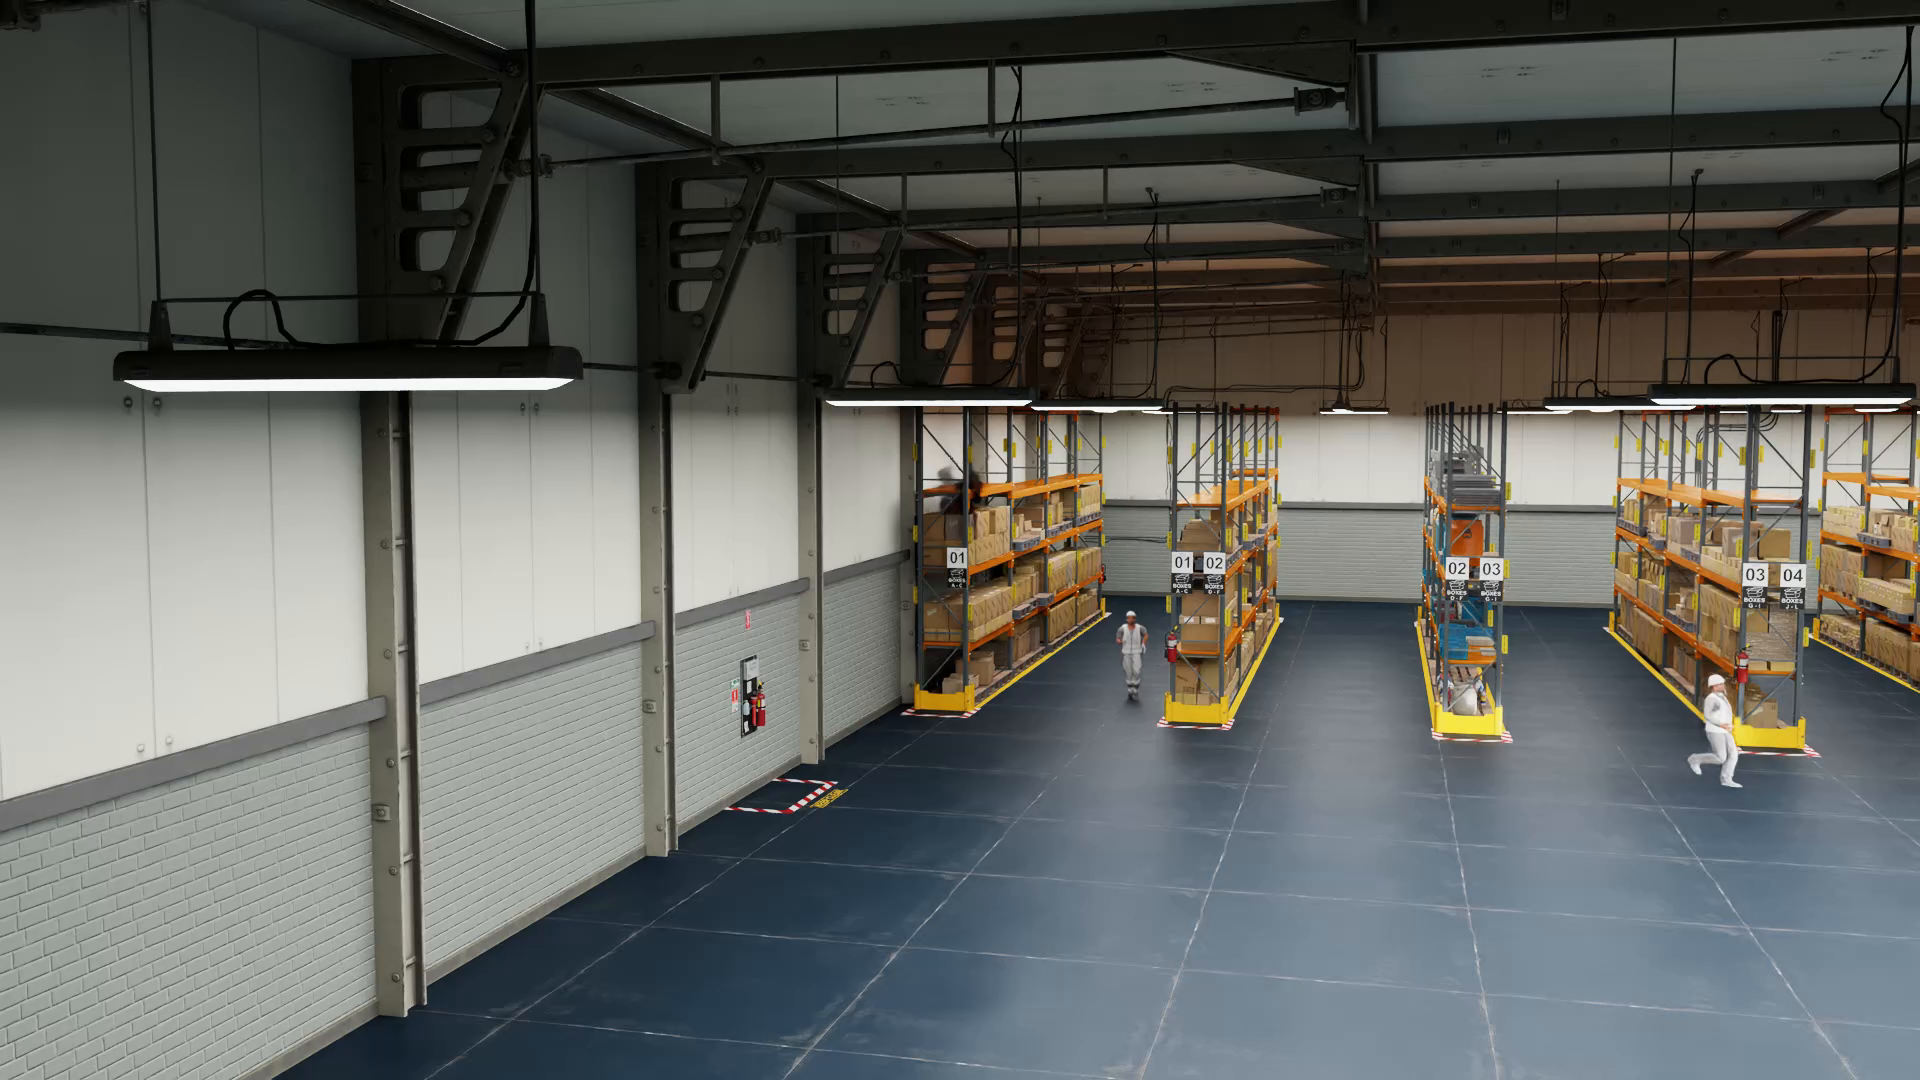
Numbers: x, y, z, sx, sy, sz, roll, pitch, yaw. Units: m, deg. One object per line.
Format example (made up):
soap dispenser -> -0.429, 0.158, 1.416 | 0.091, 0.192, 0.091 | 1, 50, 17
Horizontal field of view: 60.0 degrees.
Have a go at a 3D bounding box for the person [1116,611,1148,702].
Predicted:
person -> 3.465, 2.349, 33.693 | 0.610, 1.836, 0.764 | 1, 4, 9

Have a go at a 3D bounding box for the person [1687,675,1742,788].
person -> 11.777, 2.956, 25.863 | 0.791, 1.736, 0.676 | 4, 6, 45
